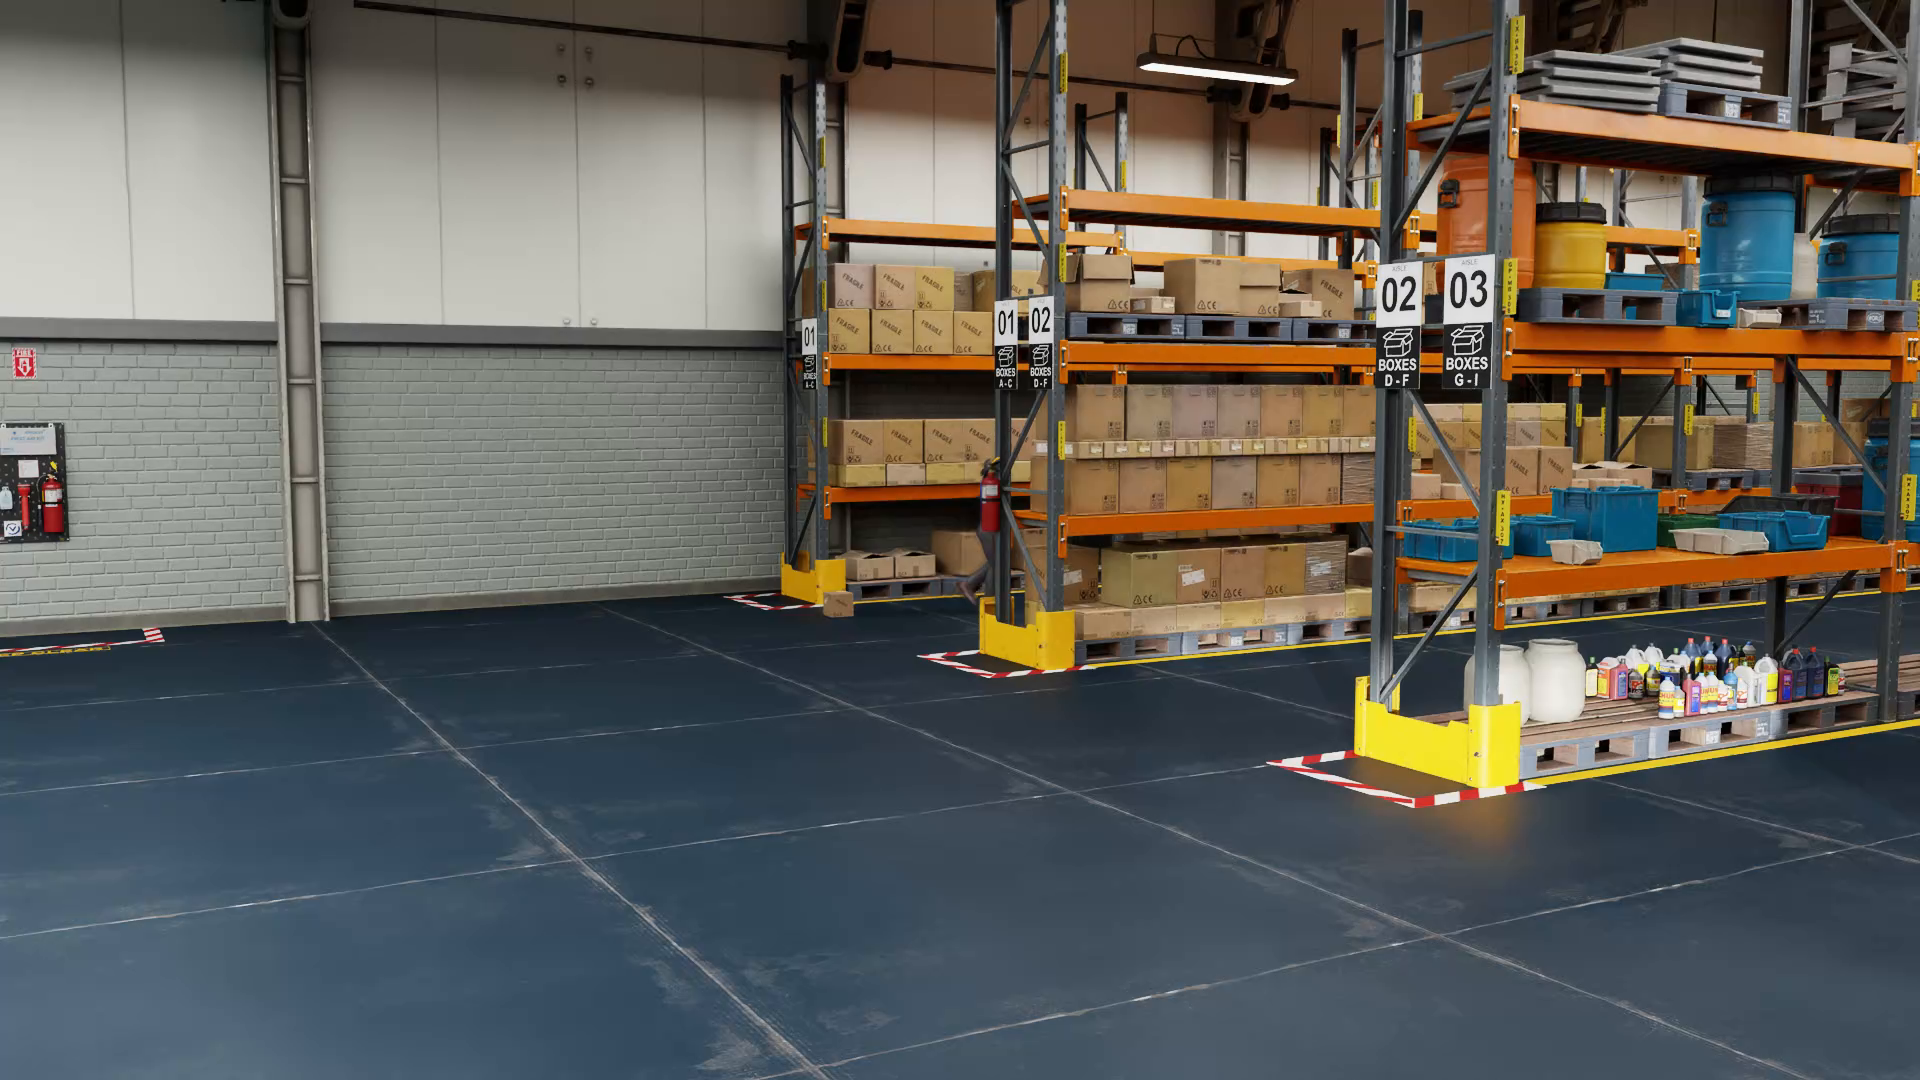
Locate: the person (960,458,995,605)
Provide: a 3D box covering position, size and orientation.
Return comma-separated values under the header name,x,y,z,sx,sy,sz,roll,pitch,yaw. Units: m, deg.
name,x,y,z,sx,sy,sz,roll,pitch,yaw
person,0.277,-0.067,18.032,0.545,1.642,0.455,0,5,-3
